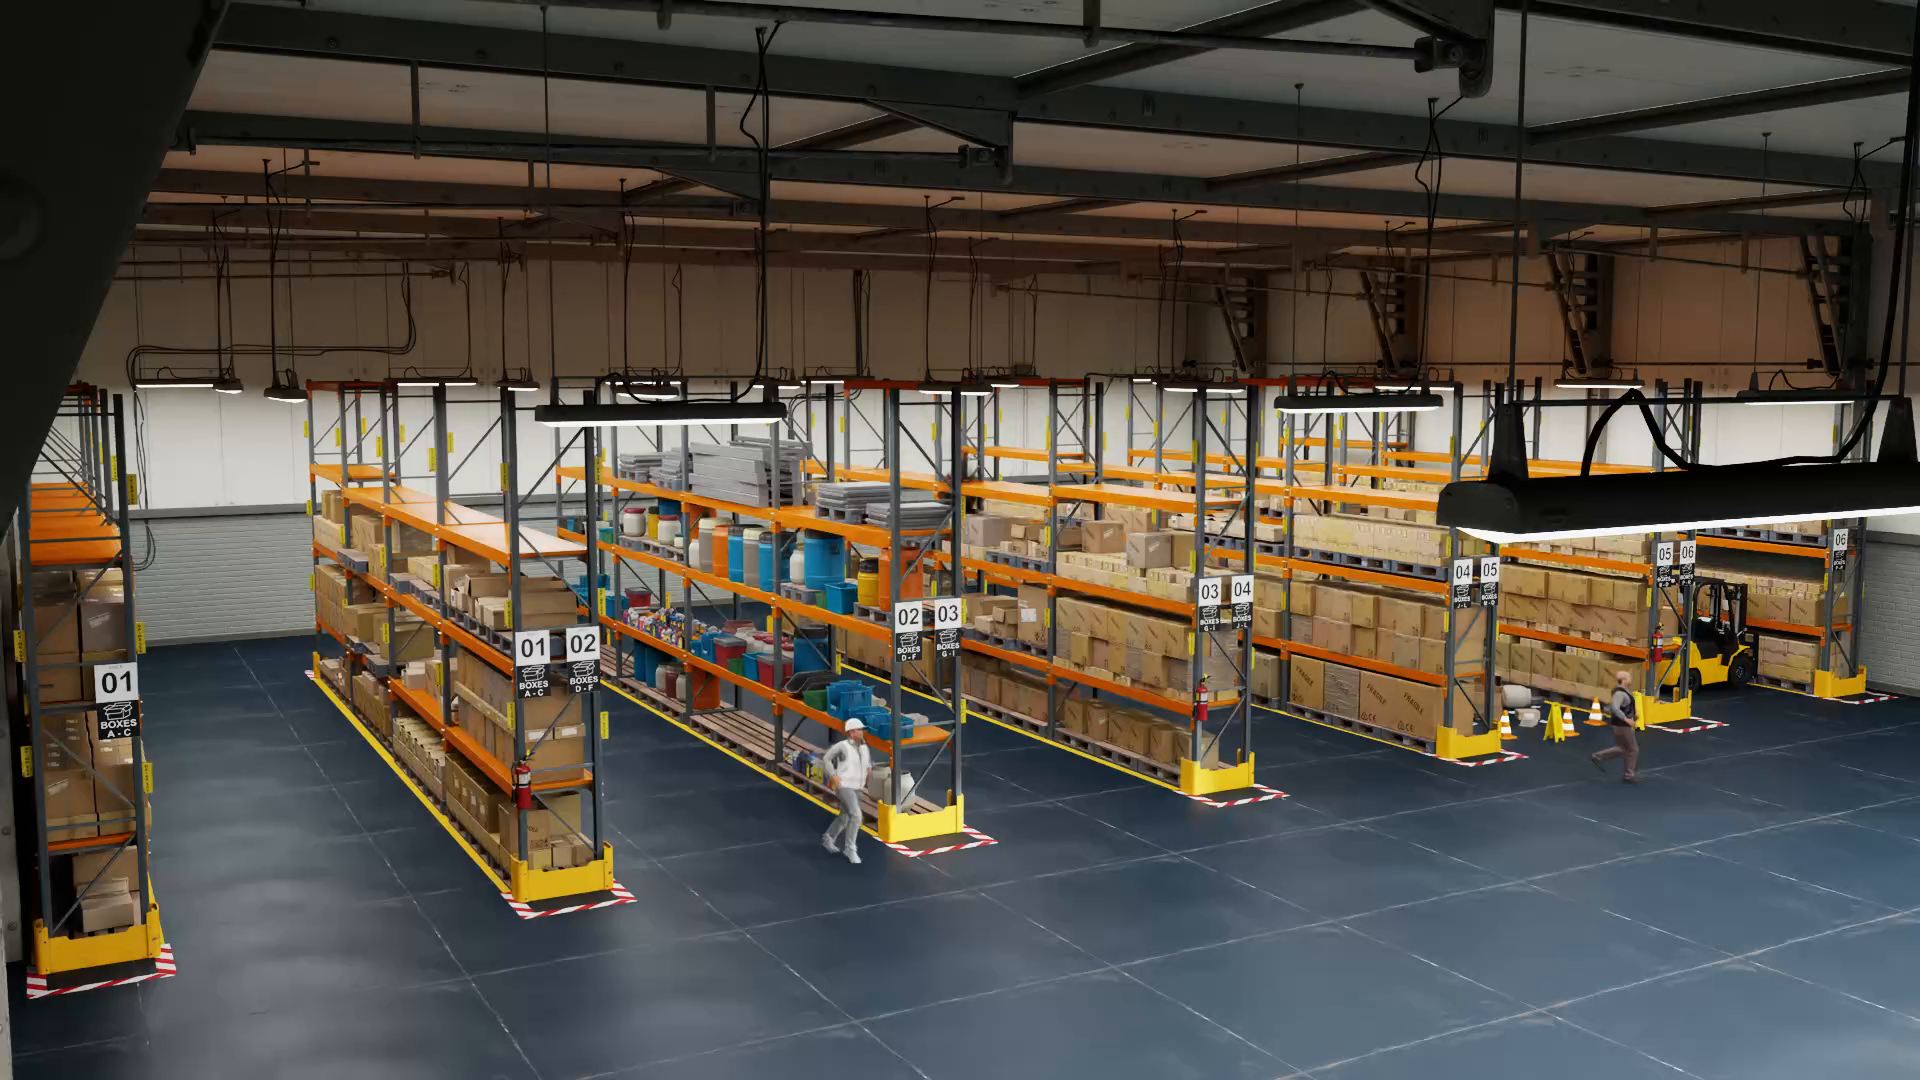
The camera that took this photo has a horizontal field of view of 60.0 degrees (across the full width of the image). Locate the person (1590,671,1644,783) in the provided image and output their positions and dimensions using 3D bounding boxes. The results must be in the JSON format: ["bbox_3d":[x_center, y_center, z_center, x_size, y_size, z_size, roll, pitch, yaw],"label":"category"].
[{"bbox_3d":[9.962,2.813,25.138,0.779,1.697,0.676,2,6,18],"label":"person"}]

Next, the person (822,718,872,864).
[{"bbox_3d":[-1.422,3.197,21.417,0.713,1.810,0.641,4,7,32],"label":"person"}]
